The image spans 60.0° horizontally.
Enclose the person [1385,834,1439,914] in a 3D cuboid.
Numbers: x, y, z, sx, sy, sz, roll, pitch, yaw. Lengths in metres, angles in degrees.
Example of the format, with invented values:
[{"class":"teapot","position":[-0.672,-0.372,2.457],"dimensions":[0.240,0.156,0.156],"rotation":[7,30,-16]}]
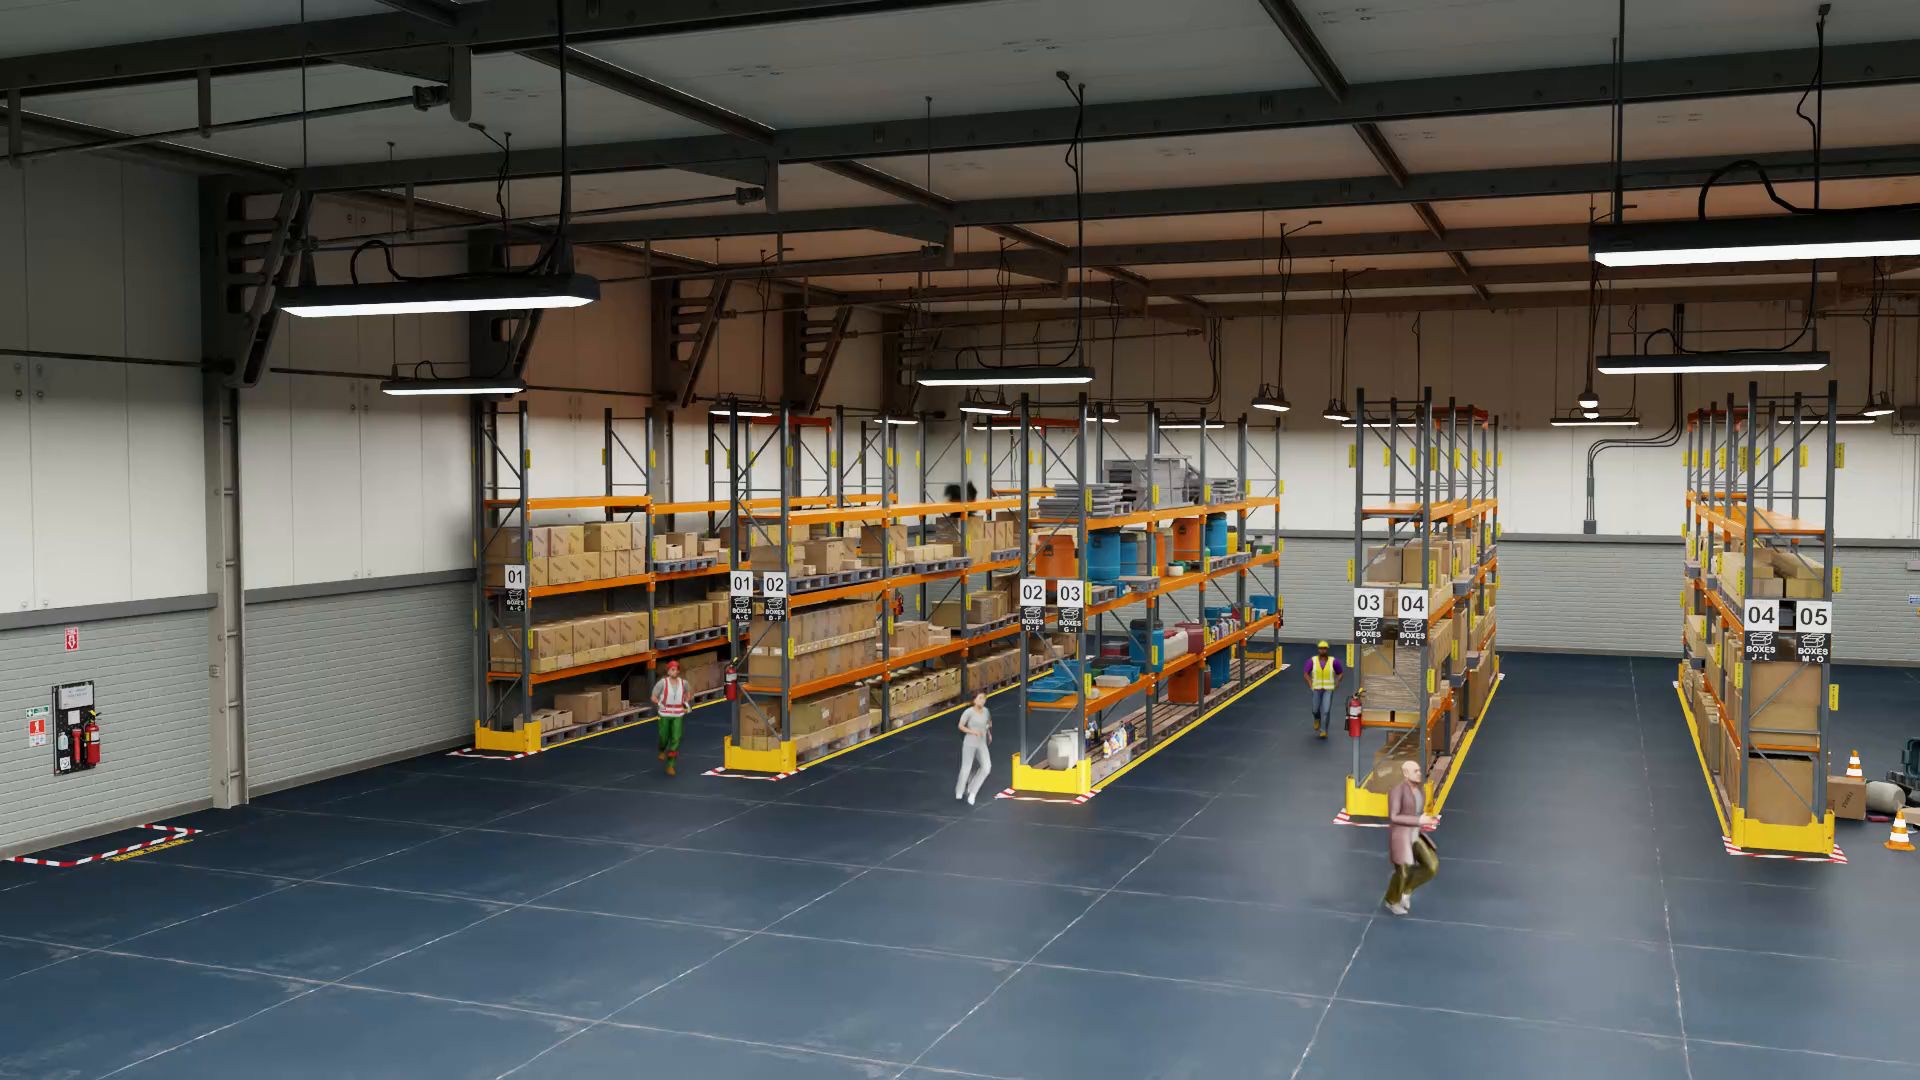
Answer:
[{"class":"person","position":[4.859,3.590,18.114],"dimensions":[0.377,1.027,0.693],"rotation":[-2,3,-35]}]

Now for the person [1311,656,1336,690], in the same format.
[{"class":"person","position":[6.546,2.394,29.955],"dimensions":[0.436,0.629,0.336],"rotation":[1,3,15]}]

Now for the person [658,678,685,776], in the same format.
[{"class":"person","position":[-4.629,2.960,26.662],"dimensions":[0.409,1.520,0.930],"rotation":[-1,3,-19]}]

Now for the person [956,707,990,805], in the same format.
[{"class":"person","position":[0.209,3.122,24.322],"dimensions":[0.569,1.405,0.509],"rotation":[-1,3,-25]}]
